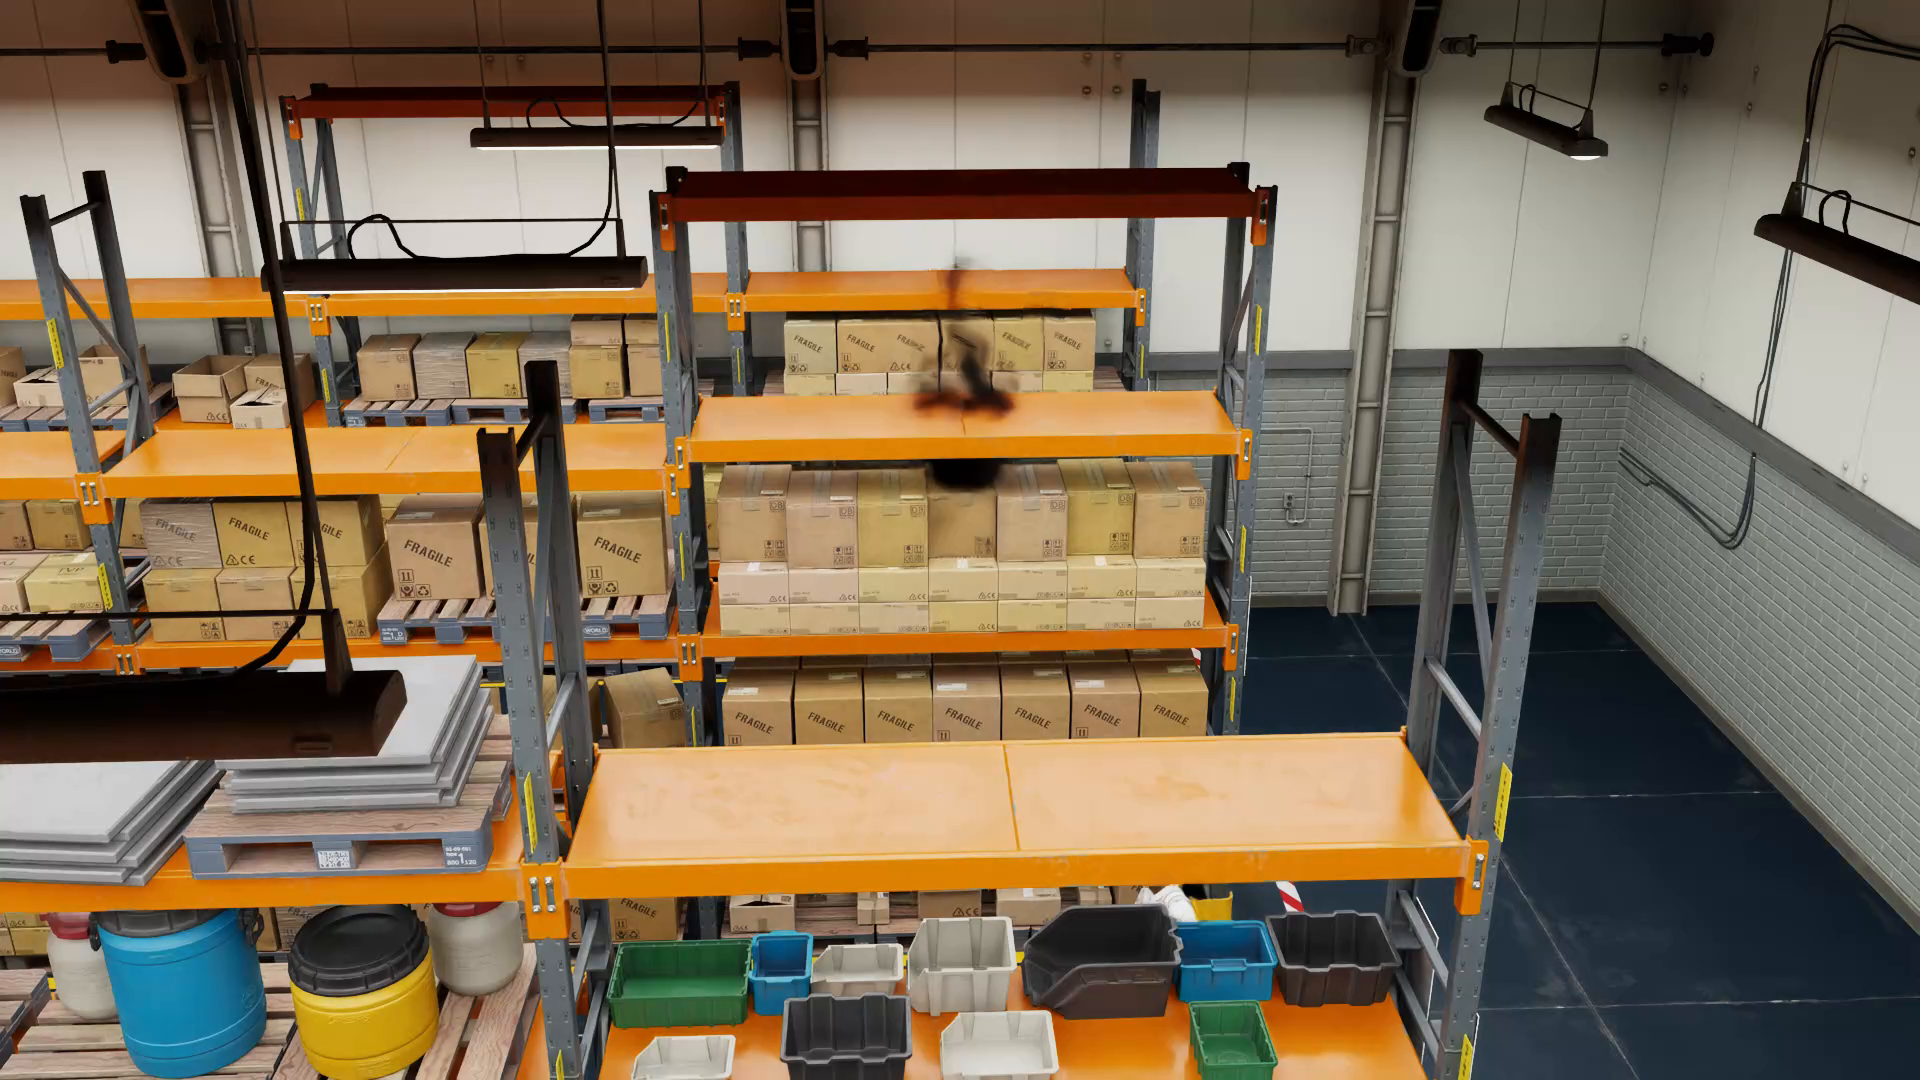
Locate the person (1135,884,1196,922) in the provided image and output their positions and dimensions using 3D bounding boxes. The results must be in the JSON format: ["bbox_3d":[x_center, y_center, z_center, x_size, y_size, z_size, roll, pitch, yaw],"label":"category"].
[{"bbox_3d":[1.385,2.951,11.602,0.722,1.824,0.660,-12,25,-27],"label":"person"}]
